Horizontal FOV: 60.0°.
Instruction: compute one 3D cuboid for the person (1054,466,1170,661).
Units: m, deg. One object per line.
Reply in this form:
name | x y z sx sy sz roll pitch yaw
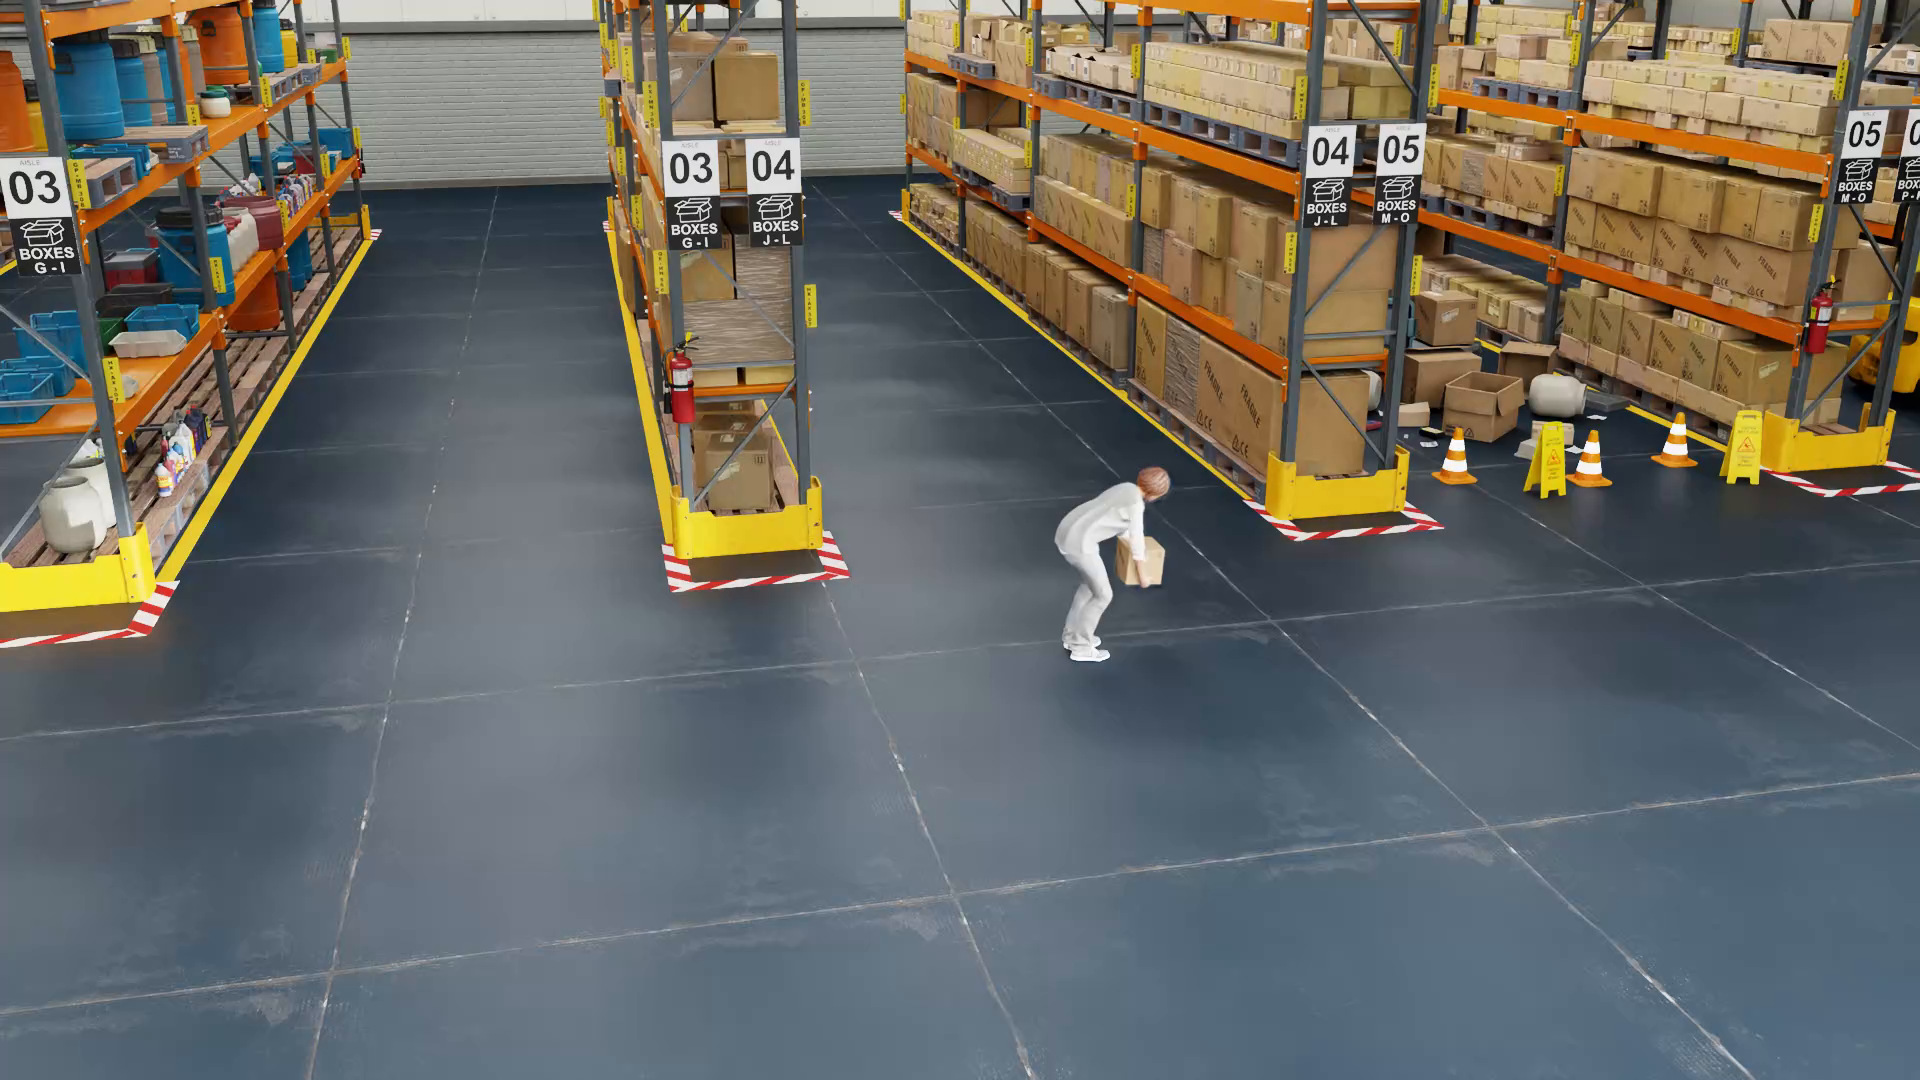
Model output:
person | 1.016 0.151 11.122 0.780 1.293 0.385 -5 21 -14
